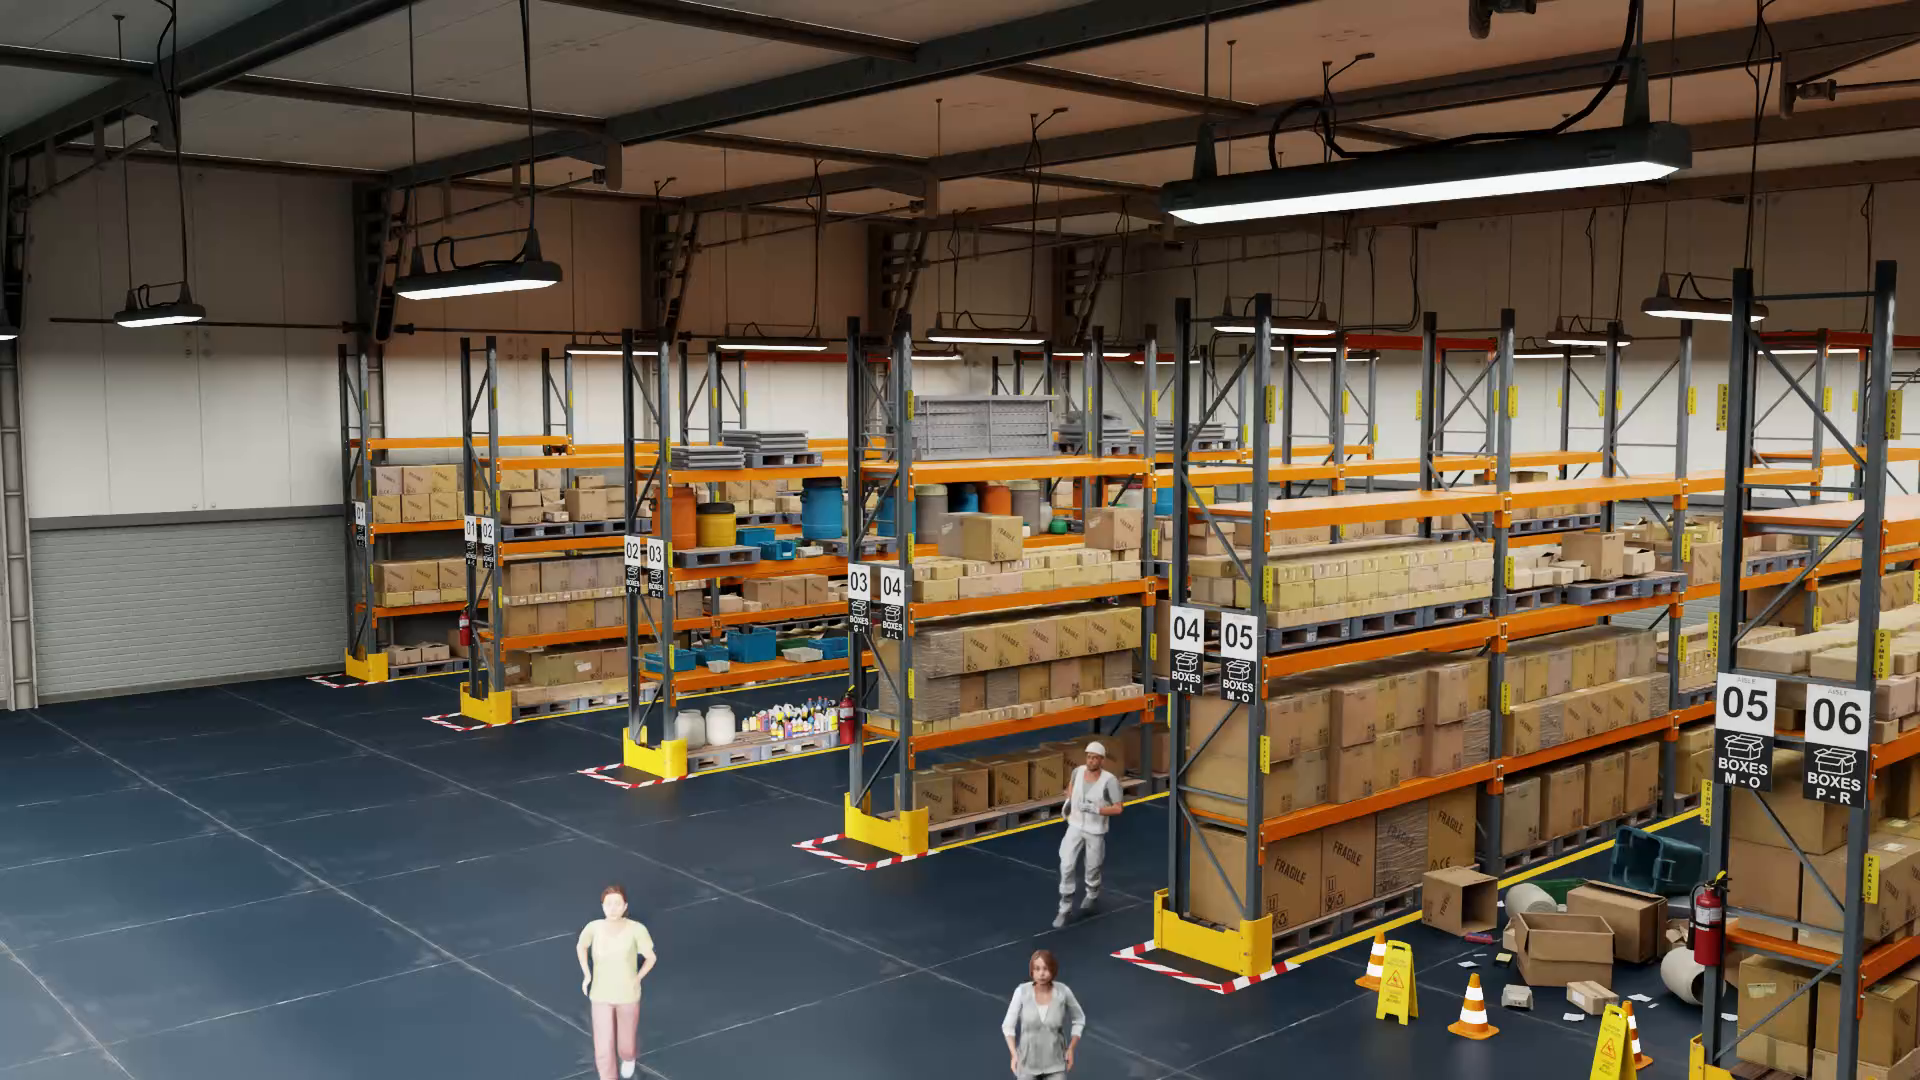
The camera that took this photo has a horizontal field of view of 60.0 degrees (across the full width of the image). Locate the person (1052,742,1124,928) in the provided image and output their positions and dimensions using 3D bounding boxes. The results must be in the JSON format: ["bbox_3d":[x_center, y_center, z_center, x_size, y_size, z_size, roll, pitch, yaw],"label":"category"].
[{"bbox_3d":[1.312,2.848,16.181,0.657,1.837,0.750,2,6,25],"label":"person"}]

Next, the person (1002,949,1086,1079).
[{"bbox_3d":[0.546,3.430,10.852,0.546,1.575,0.691,0,5,4],"label":"person"}]

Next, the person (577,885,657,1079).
[{"bbox_3d":[-2.465,3.237,11.933,0.579,1.580,0.709,0,5,-5],"label":"person"}]
